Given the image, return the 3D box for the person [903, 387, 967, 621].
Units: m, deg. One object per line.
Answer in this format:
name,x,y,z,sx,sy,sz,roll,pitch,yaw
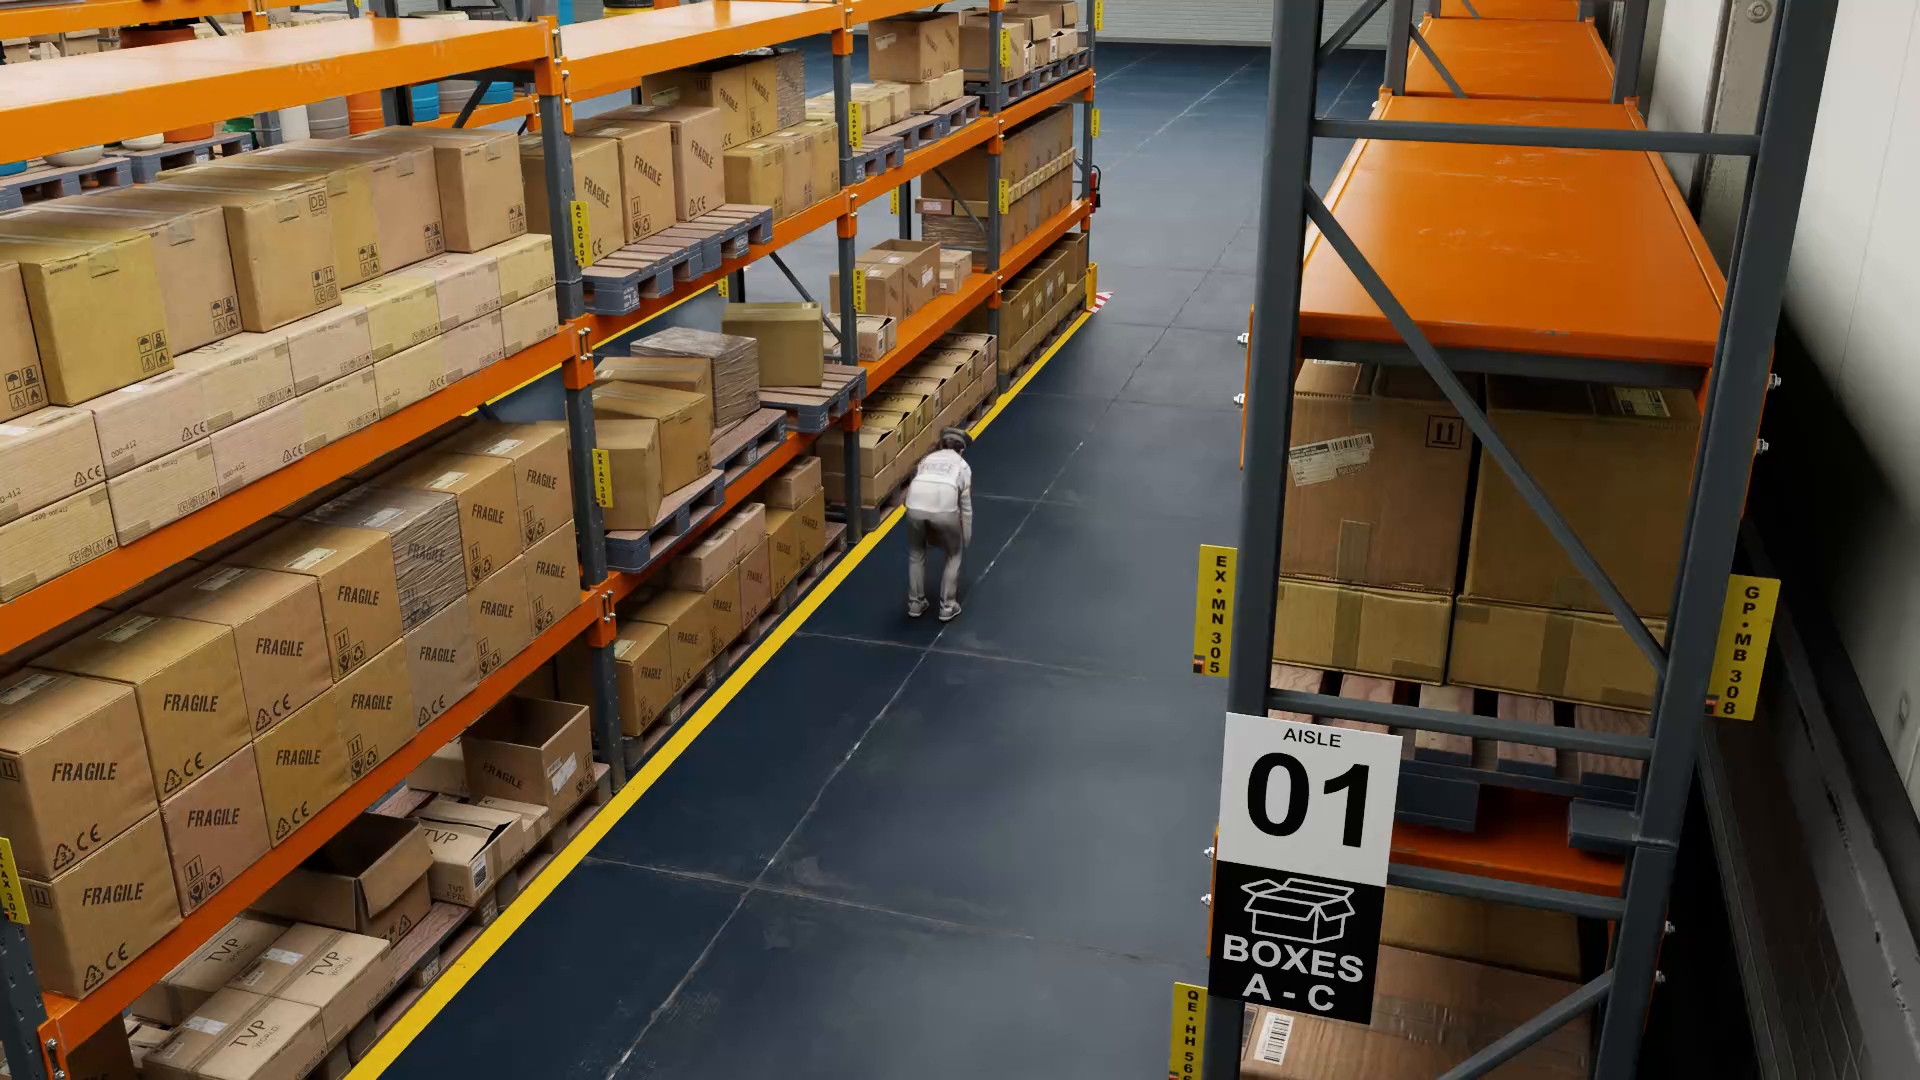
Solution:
person,-0.175,-0.248,11.758,0.409,1.630,0.560,6,23,15
